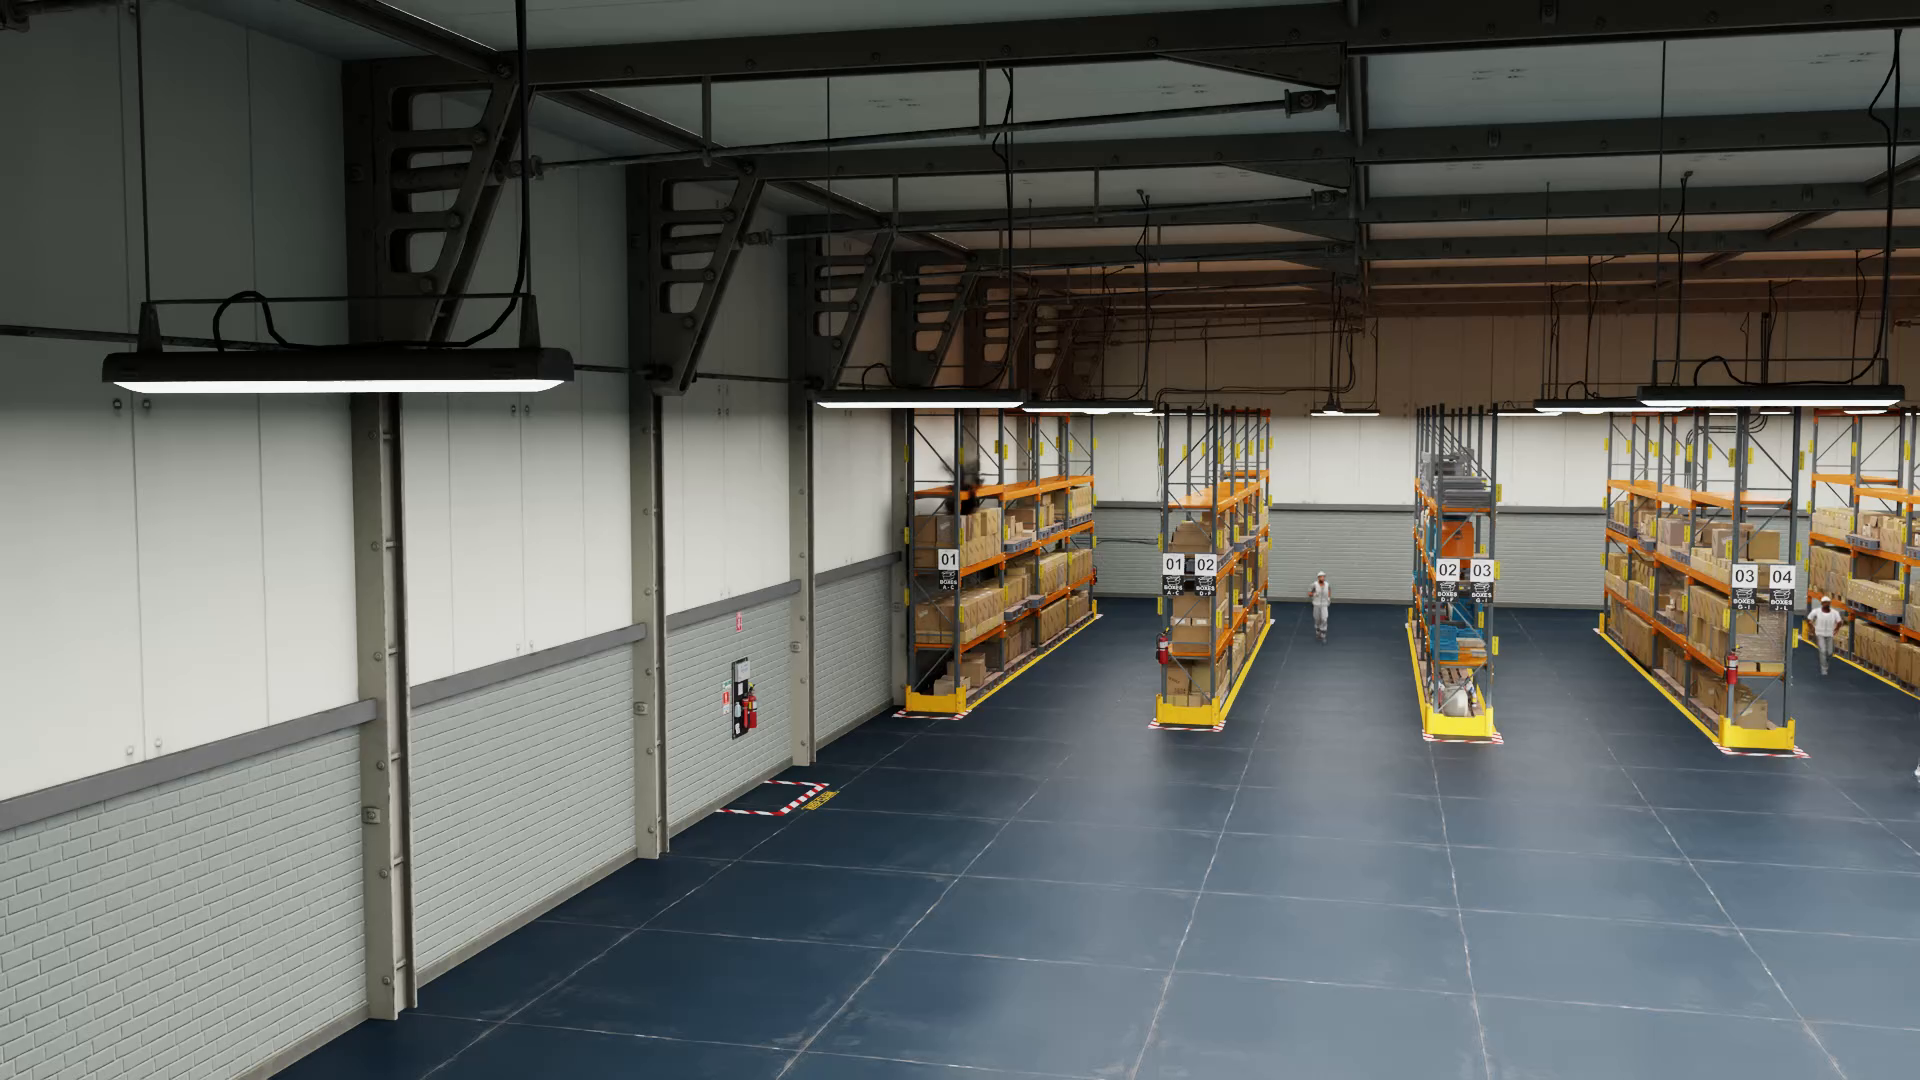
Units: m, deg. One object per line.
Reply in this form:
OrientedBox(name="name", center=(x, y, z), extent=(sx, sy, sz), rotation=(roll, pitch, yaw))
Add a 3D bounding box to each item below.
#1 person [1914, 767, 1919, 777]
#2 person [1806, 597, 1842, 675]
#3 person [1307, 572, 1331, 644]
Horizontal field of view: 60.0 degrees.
OrientedBox(name="person", center=(15.040, 3.044, 25.346), extent=(0.558, 1.681, 0.891), rotation=(-2, 5, -30))
OrientedBox(name="person", center=(19.426, 2.135, 37.390), extent=(0.711, 1.746, 0.718), rotation=(1, 4, 18))
OrientedBox(name="person", center=(9.235, 1.718, 42.751), extent=(0.623, 1.836, 0.848), rotation=(0, 4, 5))
